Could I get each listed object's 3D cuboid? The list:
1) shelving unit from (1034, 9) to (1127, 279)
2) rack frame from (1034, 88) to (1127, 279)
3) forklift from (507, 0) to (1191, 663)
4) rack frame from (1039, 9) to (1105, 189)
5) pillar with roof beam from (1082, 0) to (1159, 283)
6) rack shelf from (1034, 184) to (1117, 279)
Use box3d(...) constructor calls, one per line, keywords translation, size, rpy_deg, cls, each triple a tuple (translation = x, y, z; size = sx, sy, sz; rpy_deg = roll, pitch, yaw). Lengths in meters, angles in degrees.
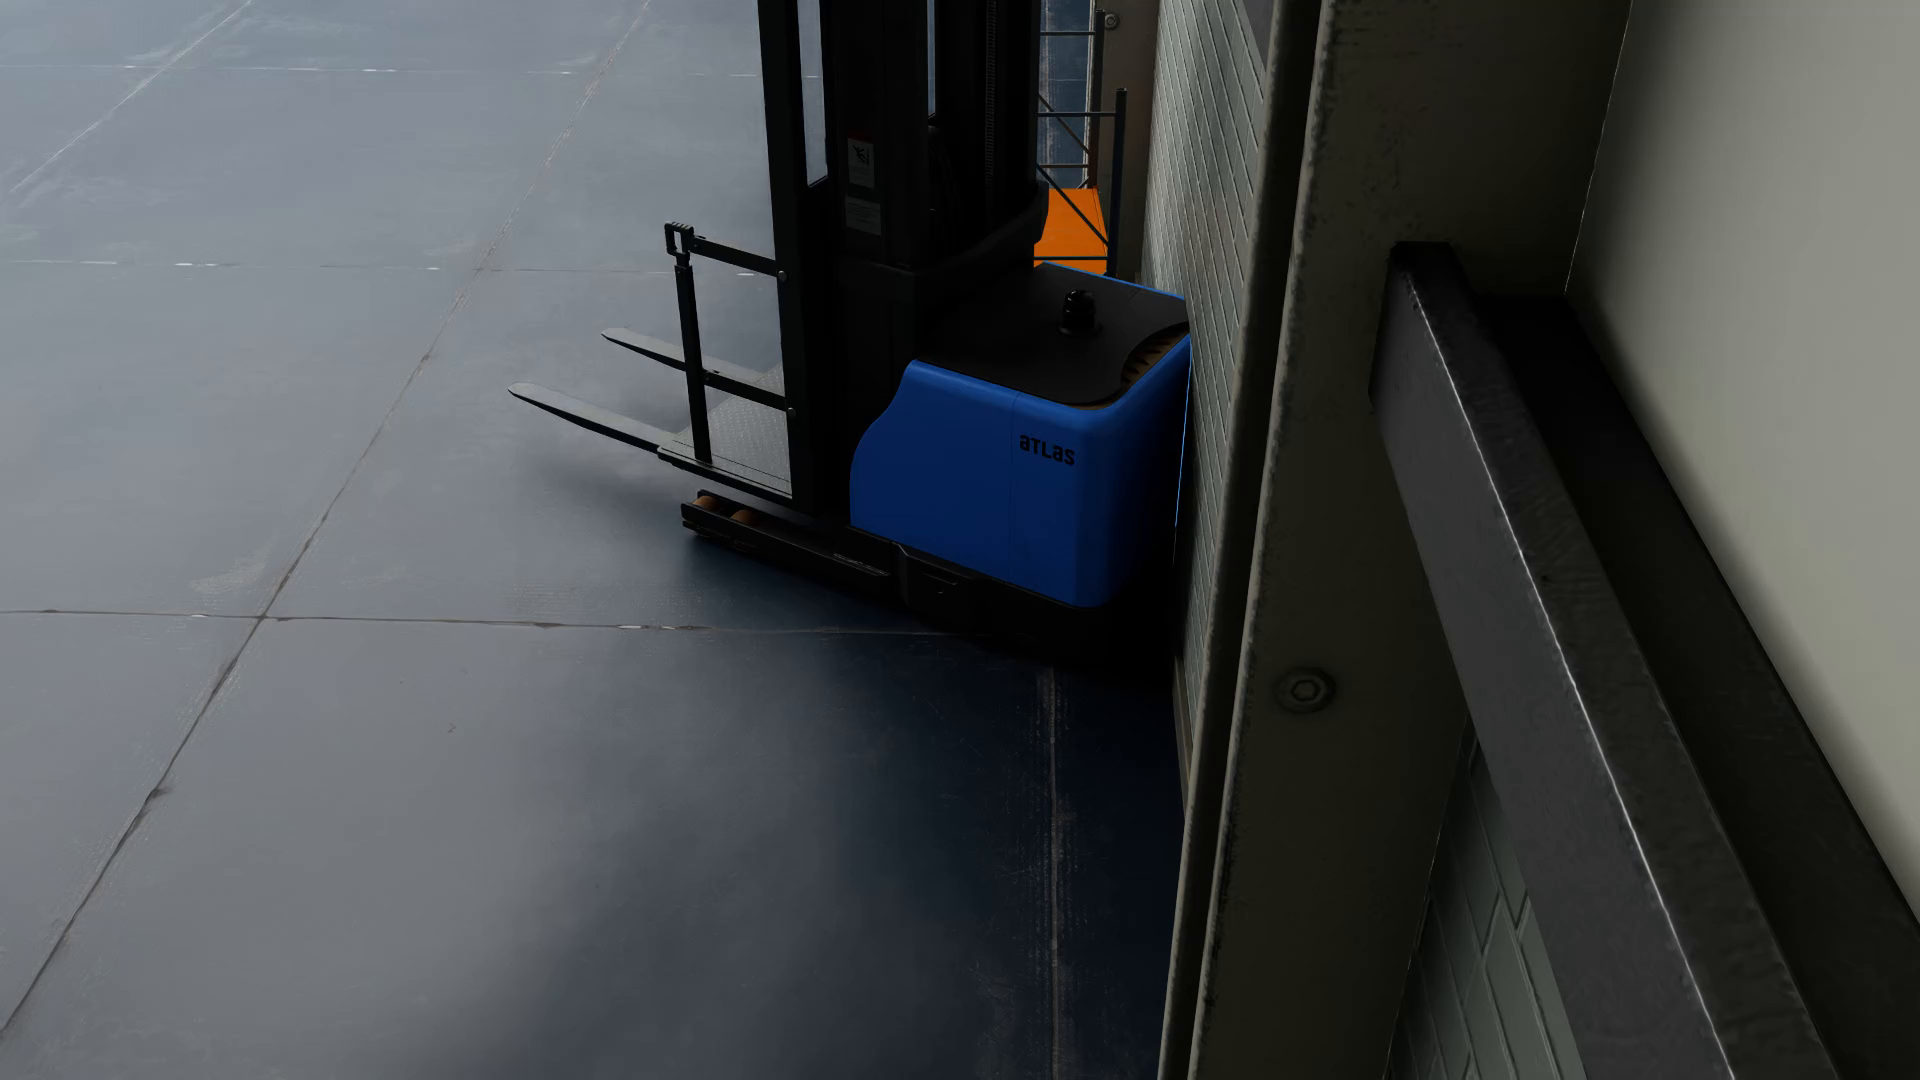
box3d(translation=(0.419, -1.509, 7.593), size=(0.587, 1.500, 1.083), rpy_deg=(0, 35, -1), cls="shelving unit")
box3d(translation=(0.427, -1.211, 7.169), size=(0.500, 1.500, 0.032), rpy_deg=(0, 35, -1), cls="rack frame")
box3d(translation=(-0.529, -1.388, 6.175), size=(3.031, 2.935, 1.130), rpy_deg=(20, 40, 25), cls="forklift")
box3d(translation=(0.411, -1.796, 8.001), size=(0.500, 1.500, 0.032), rpy_deg=(0, 35, -1), cls="rack frame")
box3d(translation=(-3.523, -5.134, 6.229), size=(9.100, 9.000, 0.400), rpy_deg=(1, 35, 2), cls="pillar with roof beam")
box3d(translation=(0.419, -1.357, 7.689), size=(0.538, 0.185, 1.000), rpy_deg=(0, 35, -1), cls="rack shelf")
